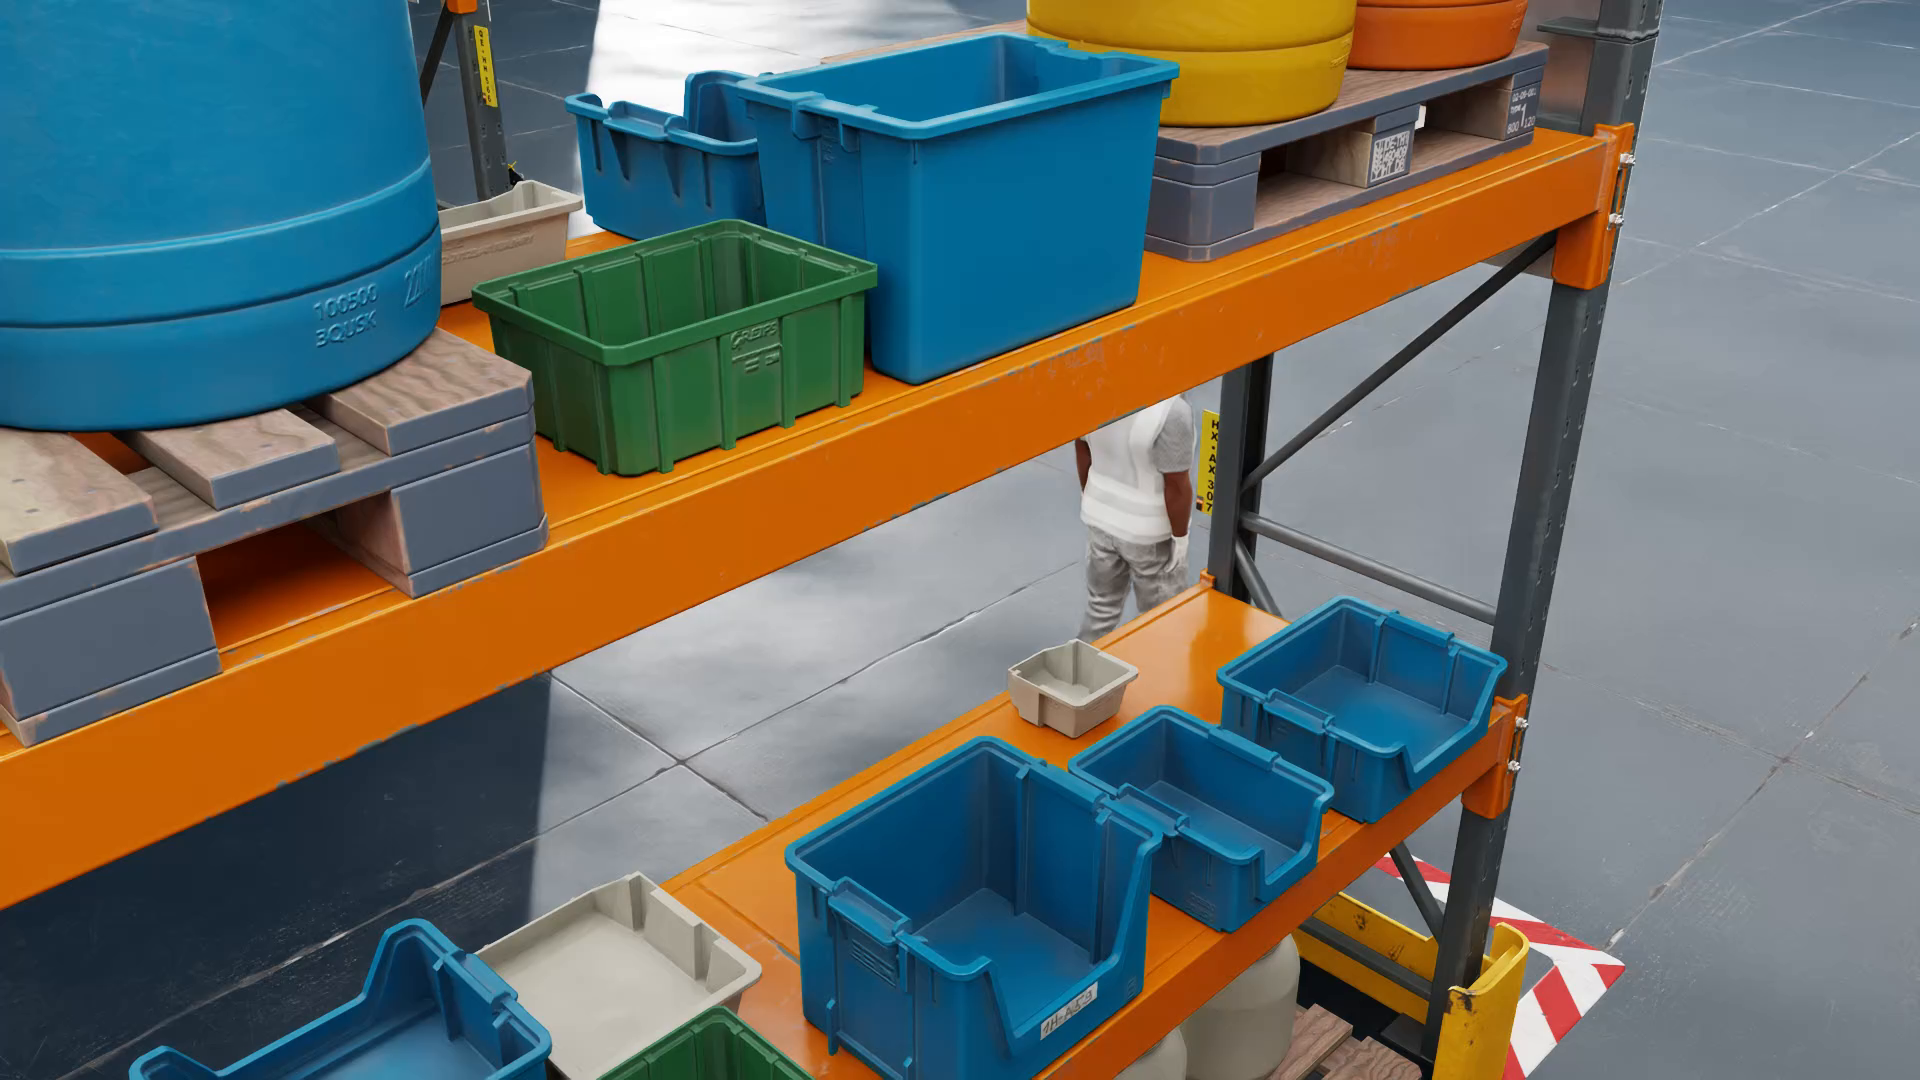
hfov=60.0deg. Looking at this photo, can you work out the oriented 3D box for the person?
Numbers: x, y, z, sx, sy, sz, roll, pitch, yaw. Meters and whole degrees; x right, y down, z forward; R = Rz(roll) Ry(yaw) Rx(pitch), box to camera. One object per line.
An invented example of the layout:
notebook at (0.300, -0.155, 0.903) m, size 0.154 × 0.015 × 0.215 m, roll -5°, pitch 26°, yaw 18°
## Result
person at (0.654, -0.072, 6.234) m, size 0.364 × 1.783 × 0.546 m, roll -24°, pitch 36°, yaw -38°
